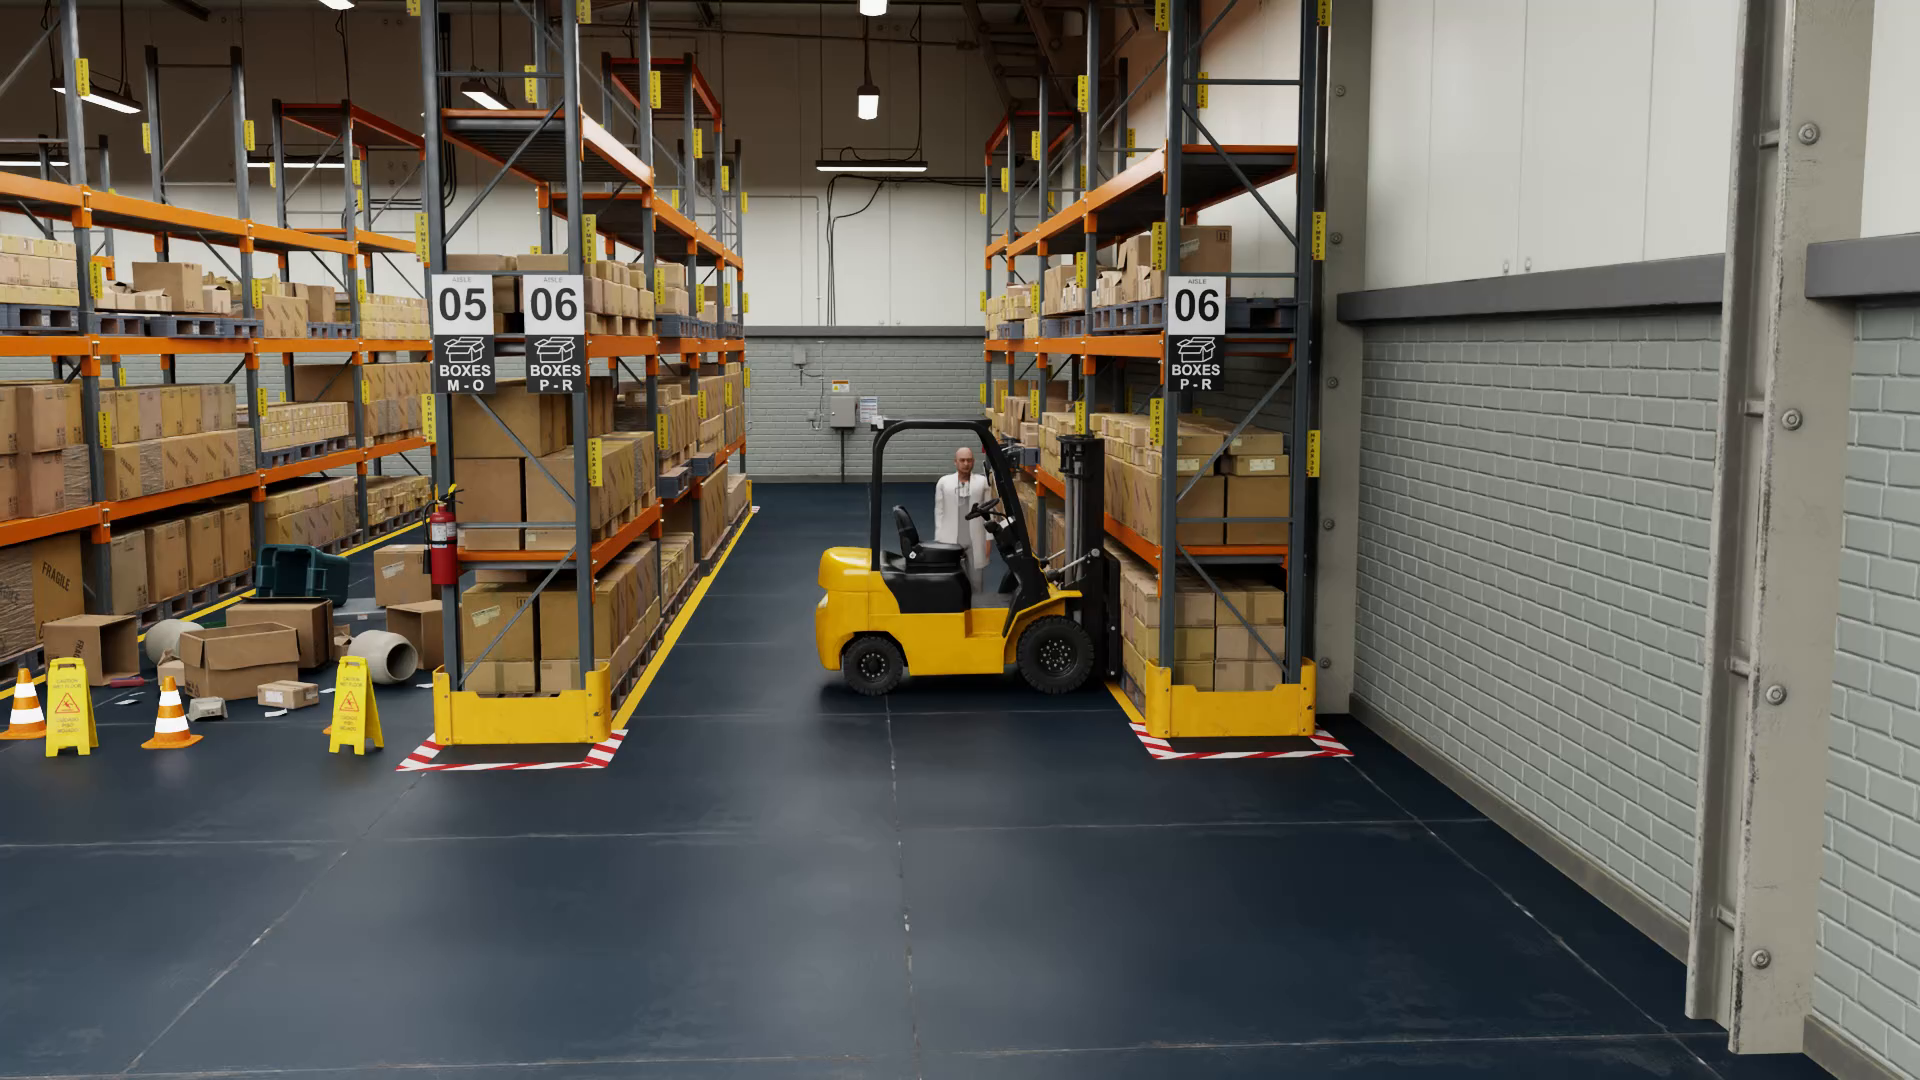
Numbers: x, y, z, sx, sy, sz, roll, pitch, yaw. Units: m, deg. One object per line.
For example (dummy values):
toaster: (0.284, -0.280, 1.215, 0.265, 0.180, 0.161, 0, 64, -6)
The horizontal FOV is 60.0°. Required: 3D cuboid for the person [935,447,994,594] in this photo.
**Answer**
person: (0.044, 0.036, 15.600, 0.563, 1.804, 0.474, 0, 7, -2)
